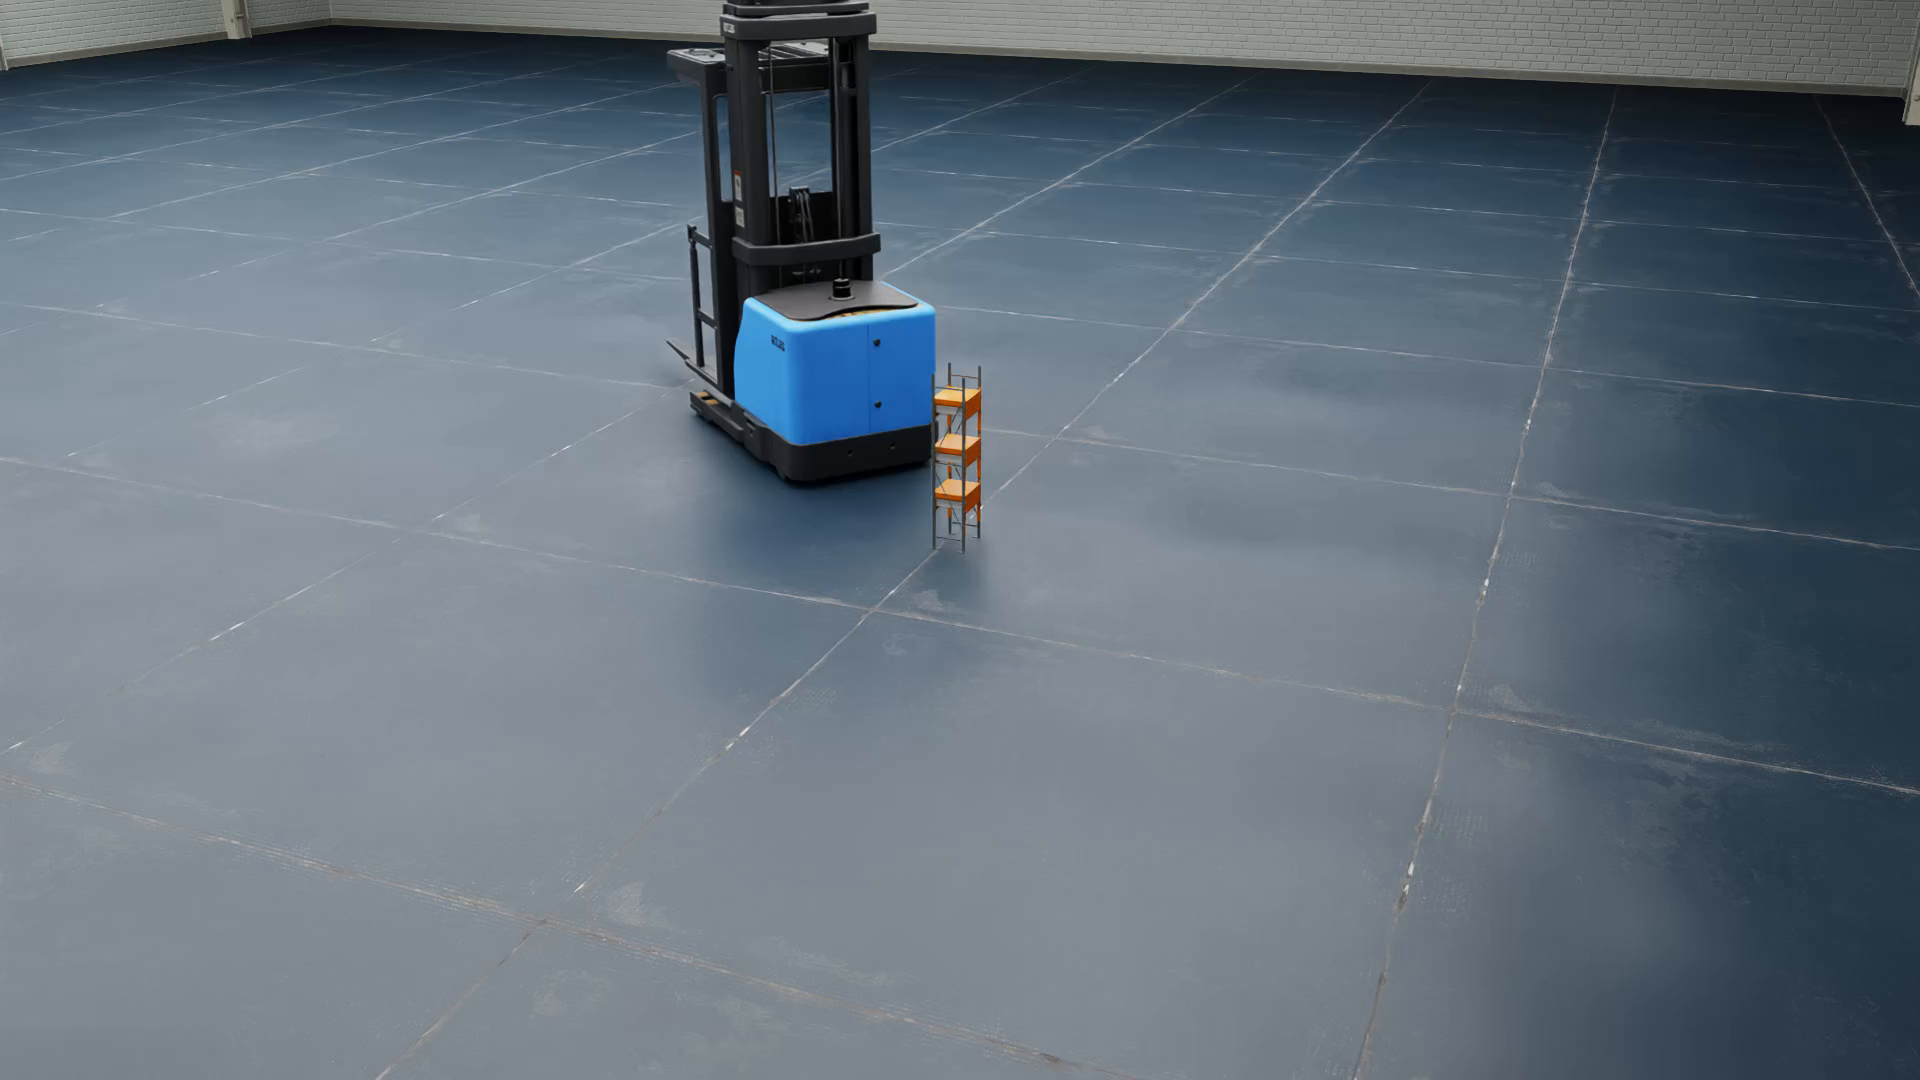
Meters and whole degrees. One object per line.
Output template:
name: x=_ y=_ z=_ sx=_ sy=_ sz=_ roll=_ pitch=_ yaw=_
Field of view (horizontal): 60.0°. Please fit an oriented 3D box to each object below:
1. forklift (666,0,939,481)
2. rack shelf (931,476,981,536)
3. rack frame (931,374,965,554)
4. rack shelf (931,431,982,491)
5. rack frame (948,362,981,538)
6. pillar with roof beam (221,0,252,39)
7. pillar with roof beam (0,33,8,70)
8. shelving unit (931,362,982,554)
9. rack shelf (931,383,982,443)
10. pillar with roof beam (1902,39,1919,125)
forklift: x=-1.273 y=-2.251 z=11.335 sx=1.130 sy=2.935 sz=3.031 roll=-12 pitch=25 yaw=-26
rack shelf: x=-0.020 y=-0.199 z=9.613 sx=0.215 sy=0.259 sz=0.240 roll=9 pitch=24 yaw=20
rack frame: x=-0.065 y=-0.422 z=9.397 sx=0.200 sy=1.050 sz=0.008 roll=9 pitch=24 yaw=20
rack shelf: x=-0.020 y=-0.456 z=9.506 sx=0.215 sy=0.259 sz=0.240 roll=9 pitch=24 yaw=20
rack frame: x=0.025 y=-0.509 z=9.606 sx=0.200 sy=1.050 sz=0.008 roll=9 pitch=24 yaw=20
pillar with roof beam: x=-11.242 y=-14.157 z=31.968 sx=9.100 sy=9.000 sz=0.400 roll=9 pitch=24 yaw=20
pillar with roof beam: x=-13.471 y=-12.010 z=26.828 sx=9.100 sy=9.000 sz=0.400 roll=9 pitch=24 yaw=20
shelving unit: x=-0.020 y=-0.465 z=9.502 sx=0.215 sy=1.050 sz=0.252 roll=9 pitch=24 yaw=20
rack shelf: x=-0.020 y=-0.717 z=9.397 sx=0.215 sy=0.259 sz=0.240 roll=9 pitch=24 yaw=20
pillar with roof beam: x=10.010 y=-10.880 z=24.123 sx=9.100 sy=9.000 sz=0.400 roll=9 pitch=24 yaw=20
